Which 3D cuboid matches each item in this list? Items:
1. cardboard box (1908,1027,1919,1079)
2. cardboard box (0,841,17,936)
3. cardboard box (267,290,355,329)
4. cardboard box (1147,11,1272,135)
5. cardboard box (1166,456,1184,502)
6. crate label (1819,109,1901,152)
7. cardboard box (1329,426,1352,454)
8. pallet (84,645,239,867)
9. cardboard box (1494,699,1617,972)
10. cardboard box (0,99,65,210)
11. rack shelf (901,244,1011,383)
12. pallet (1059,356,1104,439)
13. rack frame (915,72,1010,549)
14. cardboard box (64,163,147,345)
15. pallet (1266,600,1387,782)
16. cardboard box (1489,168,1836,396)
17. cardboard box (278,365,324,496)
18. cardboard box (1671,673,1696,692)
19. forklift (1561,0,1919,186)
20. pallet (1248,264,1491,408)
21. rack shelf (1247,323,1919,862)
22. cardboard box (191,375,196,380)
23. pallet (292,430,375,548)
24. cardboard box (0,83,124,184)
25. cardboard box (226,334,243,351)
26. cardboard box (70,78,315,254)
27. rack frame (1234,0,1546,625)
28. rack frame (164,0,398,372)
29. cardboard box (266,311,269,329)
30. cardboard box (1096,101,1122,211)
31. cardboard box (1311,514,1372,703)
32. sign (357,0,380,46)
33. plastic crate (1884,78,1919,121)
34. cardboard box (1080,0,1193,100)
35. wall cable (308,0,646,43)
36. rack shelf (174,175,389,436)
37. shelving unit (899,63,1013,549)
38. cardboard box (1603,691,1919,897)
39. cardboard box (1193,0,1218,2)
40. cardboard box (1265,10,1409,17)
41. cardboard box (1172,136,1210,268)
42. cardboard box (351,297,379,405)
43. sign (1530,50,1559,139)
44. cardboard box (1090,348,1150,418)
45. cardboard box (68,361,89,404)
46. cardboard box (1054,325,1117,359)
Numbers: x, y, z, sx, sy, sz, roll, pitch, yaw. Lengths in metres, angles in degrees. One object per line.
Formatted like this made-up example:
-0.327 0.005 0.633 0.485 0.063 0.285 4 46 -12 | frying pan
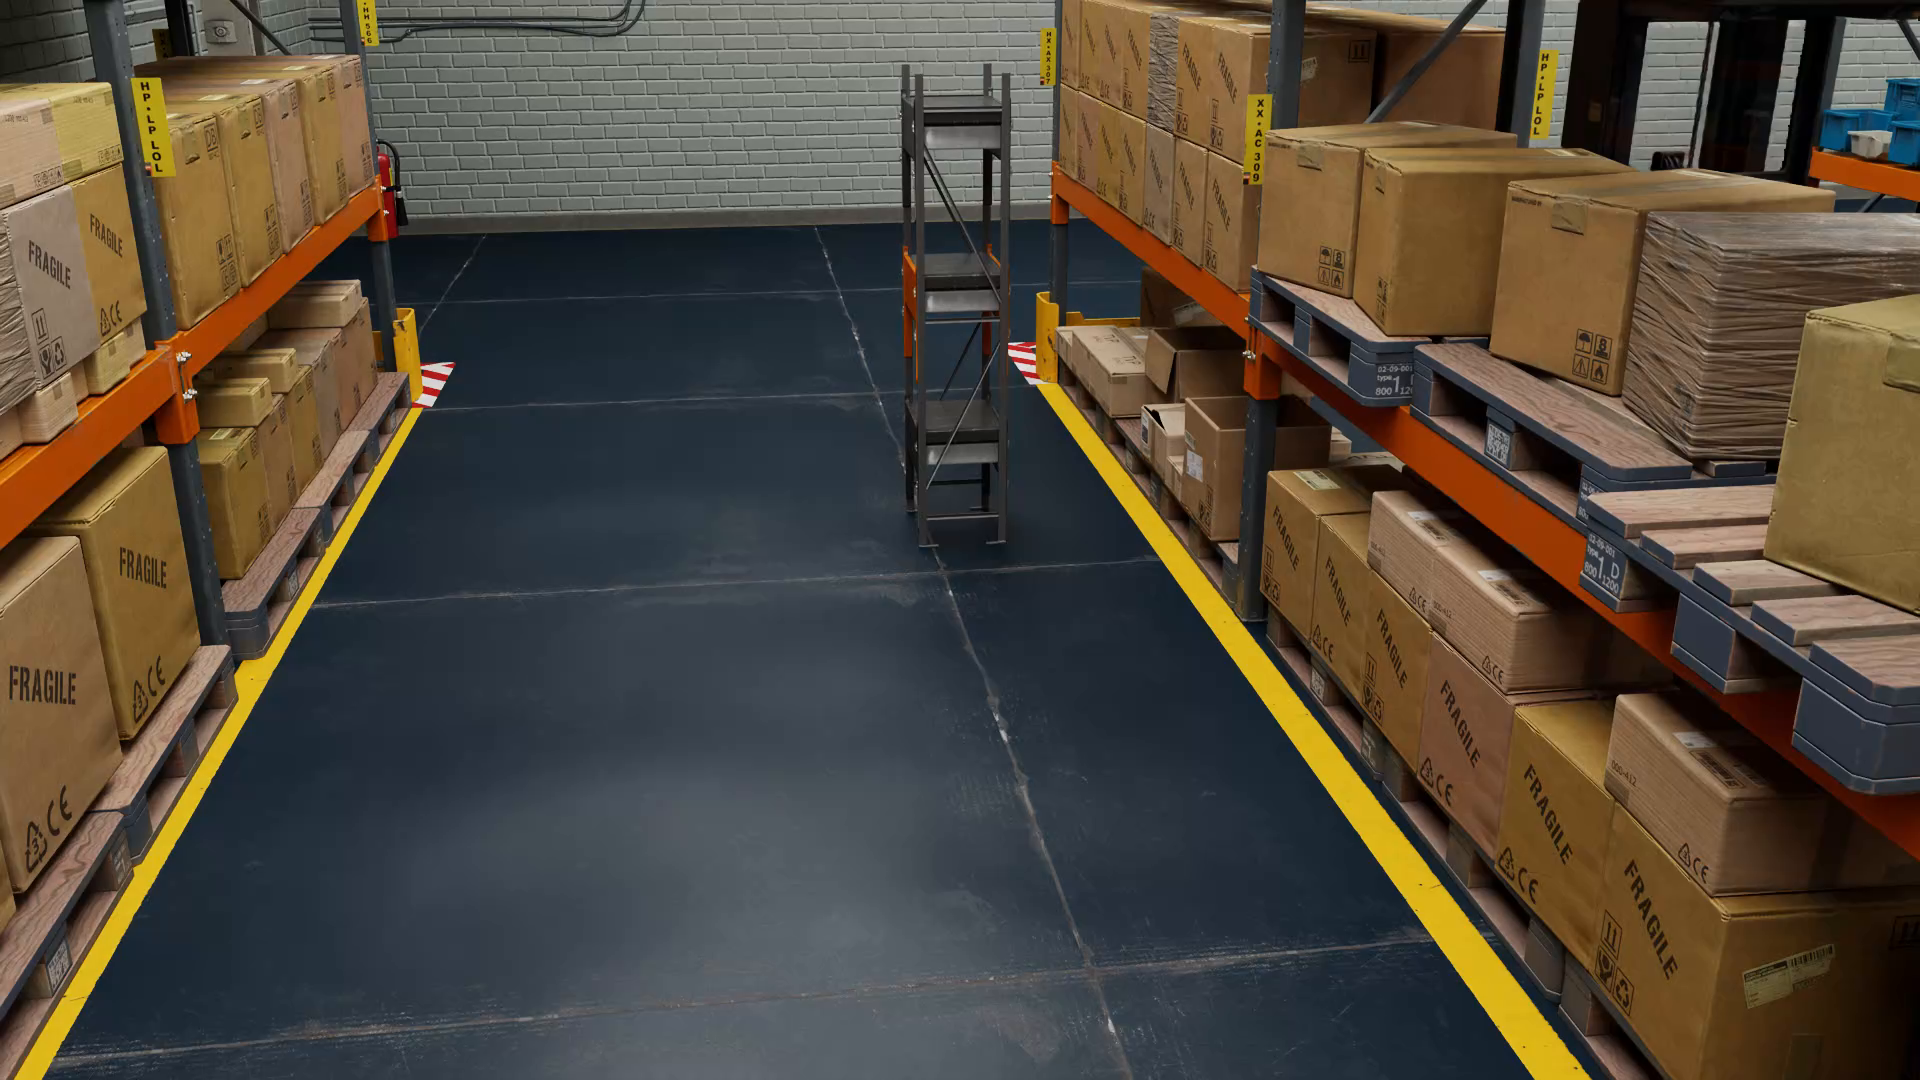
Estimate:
2.434 1.071 3.504 0.500 0.500 0.500 -2 21 -5 | cardboard box
-2.780 0.775 3.826 0.750 0.750 0.750 -3 21 -8 | cardboard box
-3.401 -1.209 8.711 0.380 0.149 0.250 -2 21 -6 | cardboard box
1.163 -2.135 7.575 0.500 0.500 0.500 -3 21 -7 | cardboard box
1.164 -0.287 7.643 0.380 0.149 0.250 -3 21 -8 | cardboard box
5.676 -2.588 10.510 0.416 0.233 0.303 -3 21 -8 | crate label
1.660 -0.441 8.029 0.380 0.166 0.250 -3 21 -8 | cardboard box
-3.075 0.714 5.502 1.003 0.211 1.213 -3 21 -8 | pallet
1.776 0.752 4.359 0.500 0.500 0.500 -4 21 -10 | cardboard box
-2.876 -1.076 4.641 0.500 0.250 0.500 -2 21 -7 | cardboard box
-0.024 -1.028 7.507 0.431 0.518 0.480 -3 21 -8 | rack shelf
1.191 -0.883 9.778 1.003 0.211 1.213 -3 21 -8 | pallet
0.011 -0.956 7.276 0.400 2.100 0.015 -3 21 -8 | rack frame
-2.945 -0.904 5.252 0.500 0.500 0.500 -3 21 -9 | cardboard box
1.795 0.480 6.131 1.003 0.211 1.213 -3 21 -8 | pallet
1.956 -0.741 4.671 0.700 0.500 0.500 -8 22 -21 | cardboard box
-3.408 -0.497 7.732 0.700 0.500 0.500 -2 21 -6 | cardboard box
2.206 0.536 4.938 0.500 0.500 0.500 -4 21 -10 | cardboard box
3.359 -1.406 7.291 1.130 2.935 3.031 -4 21 -11 | forklift
1.648 -0.734 5.670 1.003 0.211 1.213 -3 21 -8 | pallet
1.929 -0.077 4.663 1.077 0.370 4.000 -3 21 -8 | rack shelf
-3.559 -0.662 7.248 0.380 0.149 0.250 -4 21 -9 | cardboard box
-3.472 -0.240 8.056 1.003 0.211 1.213 -3 21 -8 | pallet
-2.940 -1.253 5.116 0.500 0.250 0.500 -2 21 -6 | cardboard box
-3.669 -0.927 7.956 0.380 0.149 0.250 -3 21 -7 | cardboard box
-3.537 -1.689 7.522 0.980 0.700 0.700 -4 21 -10 | cardboard box
1.641 -1.106 6.392 1.000 3.000 0.127 -3 21 -8 | rack frame
-3.837 -2.240 9.427 1.000 3.000 0.127 -3 21 -8 | rack frame
-3.780 -1.190 8.662 0.380 0.149 0.250 -3 21 -8 | cardboard box
1.016 -2.019 8.692 0.500 0.500 0.500 -3 21 -8 | cardboard box
1.557 0.222 5.778 0.500 0.500 0.500 -3 21 -7 | cardboard box
-3.298 -2.916 9.244 0.100 0.325 0.005 -3 21 -8 | sign
6.199 -2.678 10.463 0.616 0.435 0.499 -3 21 -8 | plastic crate
0.950 -2.659 8.977 0.500 0.500 0.500 -3 21 -7 | cardboard box
-4.299 -5.572 14.212 3.097 2.526 0.112 -3 21 -8 | wall cable
-3.549 -1.211 7.699 1.077 0.370 4.000 -3 21 -8 | rack shelf
-0.024 -1.041 7.502 0.431 2.100 0.503 -3 21 -8 | shelving unit
1.838 0.561 3.800 0.500 0.250 0.500 -2 21 -6 | cardboard box
1.474 -2.692 9.063 0.500 0.500 0.500 -2 21 -6 | cardboard box
1.703 -2.156 7.629 0.500 0.500 0.500 -4 21 -9 | cardboard box
1.239 -1.492 7.280 0.500 0.500 0.500 -2 21 -6 | cardboard box
-3.637 -1.029 9.156 0.700 0.500 0.500 -3 21 -8 | cardboard box
2.189 -1.678 6.267 0.100 0.325 0.005 -3 21 -8 | sign
1.006 -0.861 9.034 0.500 0.250 0.500 -3 21 -8 | cardboard box
-2.879 -0.466 5.008 0.380 0.149 0.250 -2 21 -6 | cardboard box
0.784 -1.200 10.087 0.380 0.149 0.250 -3 21 -8 | cardboard box
